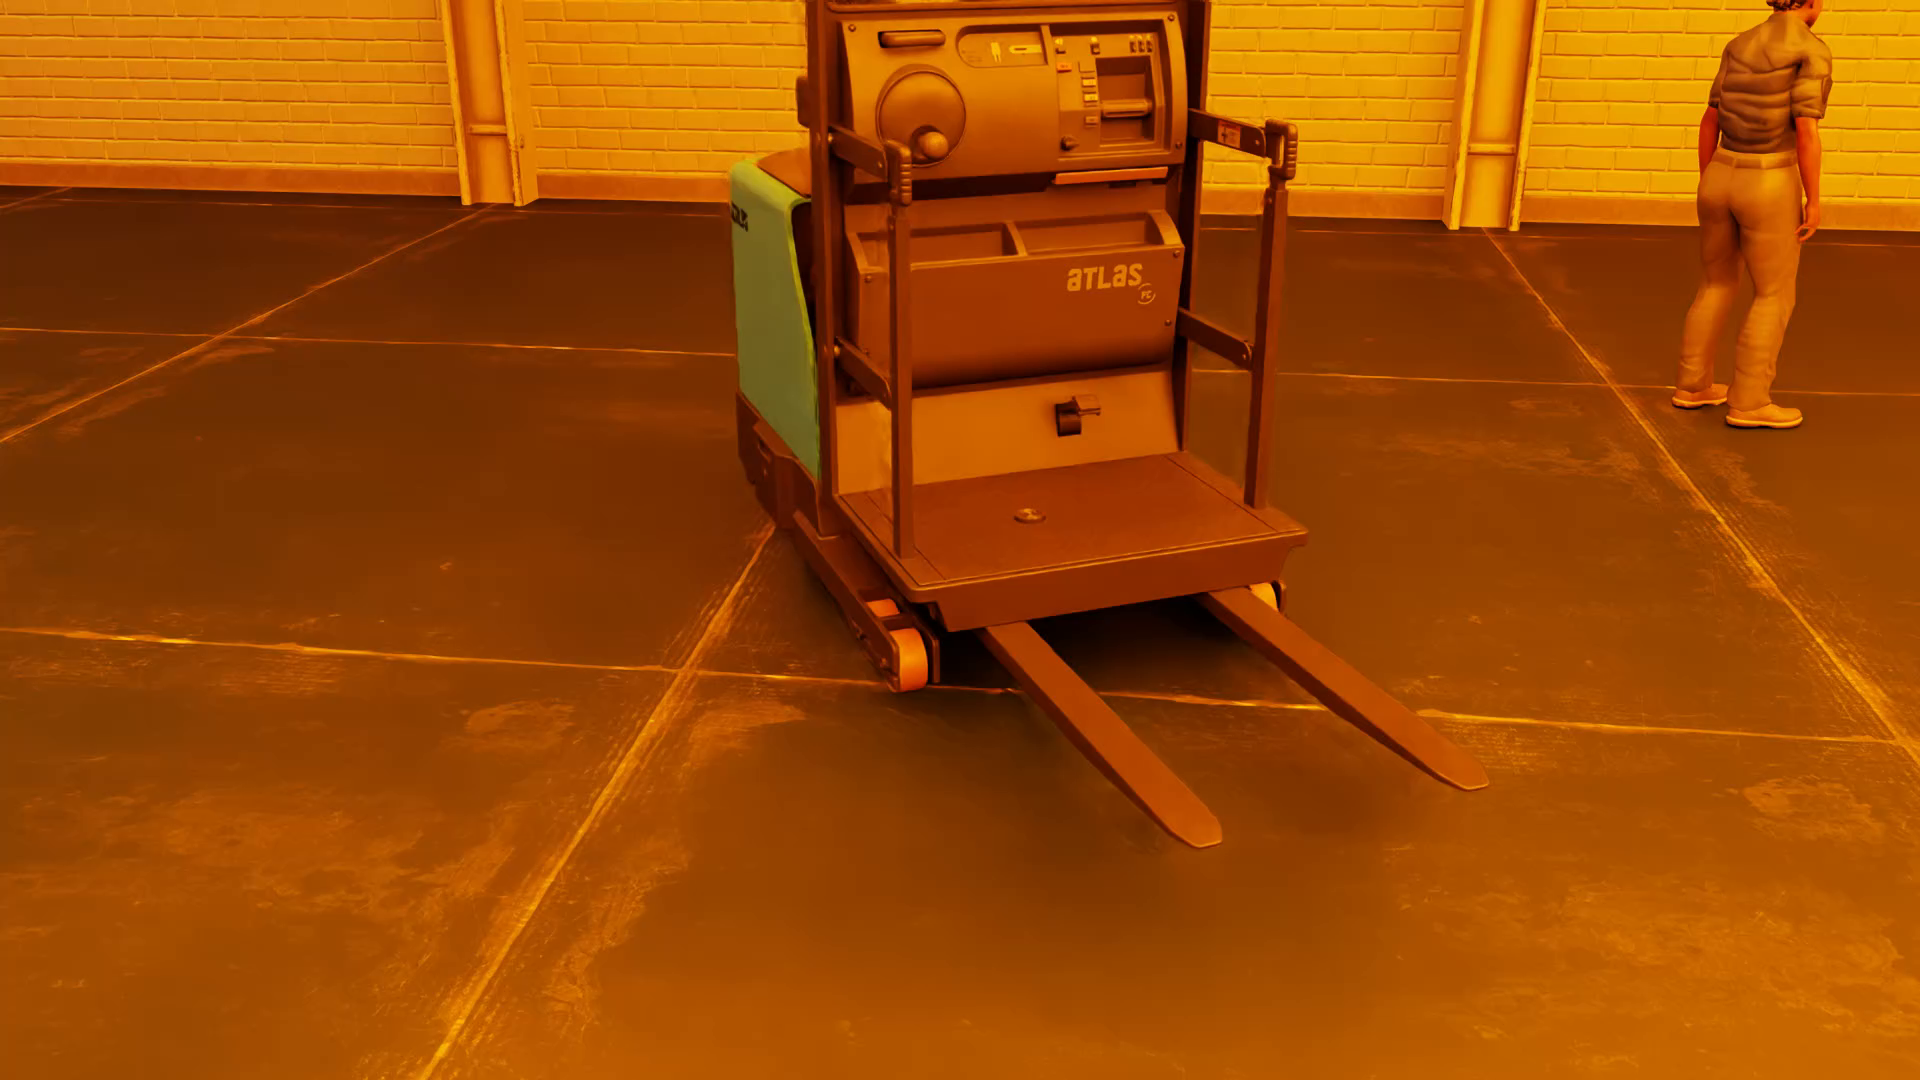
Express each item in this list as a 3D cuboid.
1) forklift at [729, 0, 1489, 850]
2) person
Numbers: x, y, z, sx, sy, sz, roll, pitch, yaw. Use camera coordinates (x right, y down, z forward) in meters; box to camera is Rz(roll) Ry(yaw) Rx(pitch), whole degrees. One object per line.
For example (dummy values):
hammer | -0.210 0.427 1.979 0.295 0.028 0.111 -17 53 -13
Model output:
forklift | 0.230 -1.145 4.098 1.130 2.935 3.031 -8 23 -19
person | 2.927 -1.260 6.094 0.349 1.655 0.532 -10 24 -24
